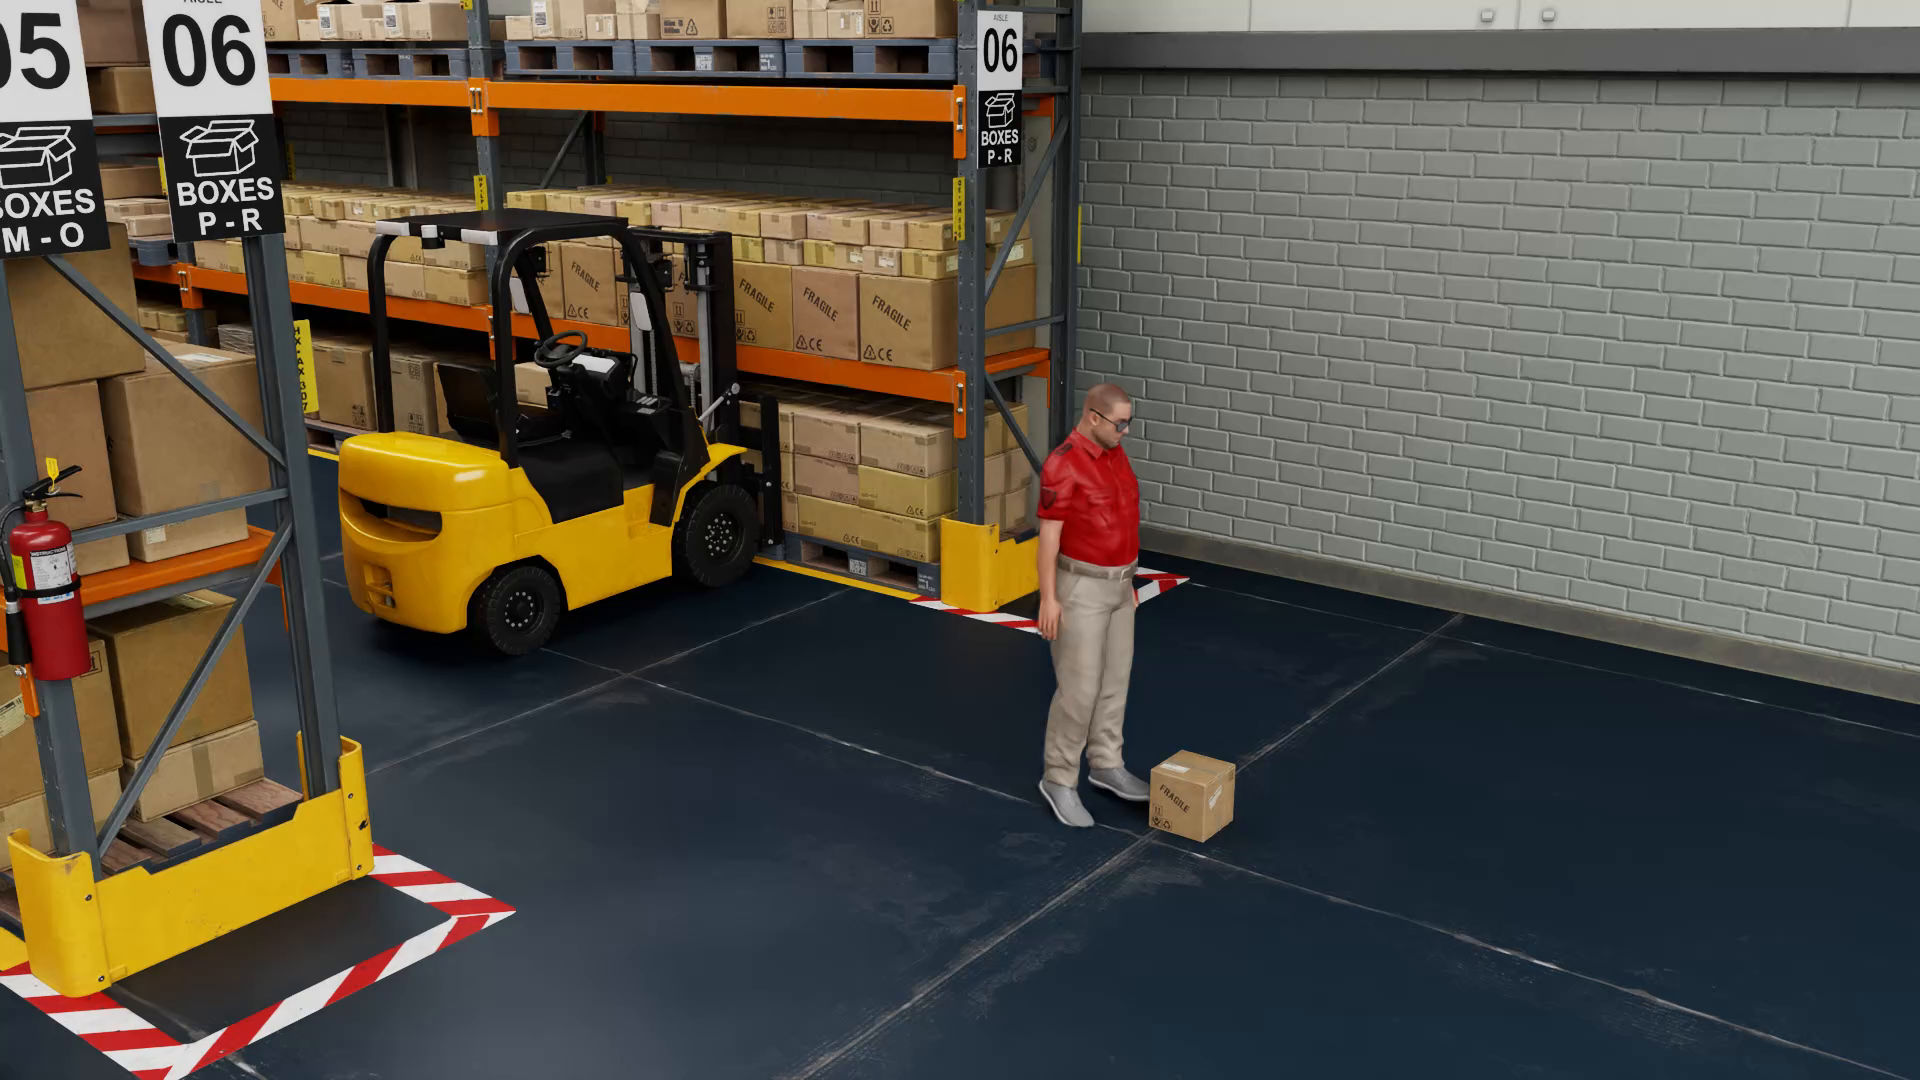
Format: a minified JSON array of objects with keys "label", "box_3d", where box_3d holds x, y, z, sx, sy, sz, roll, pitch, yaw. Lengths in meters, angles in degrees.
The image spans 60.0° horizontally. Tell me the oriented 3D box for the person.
[{"label":"person","box_3d":[0.582,0.258,6.726,0.477,1.783,0.605,12,20,35]}]
